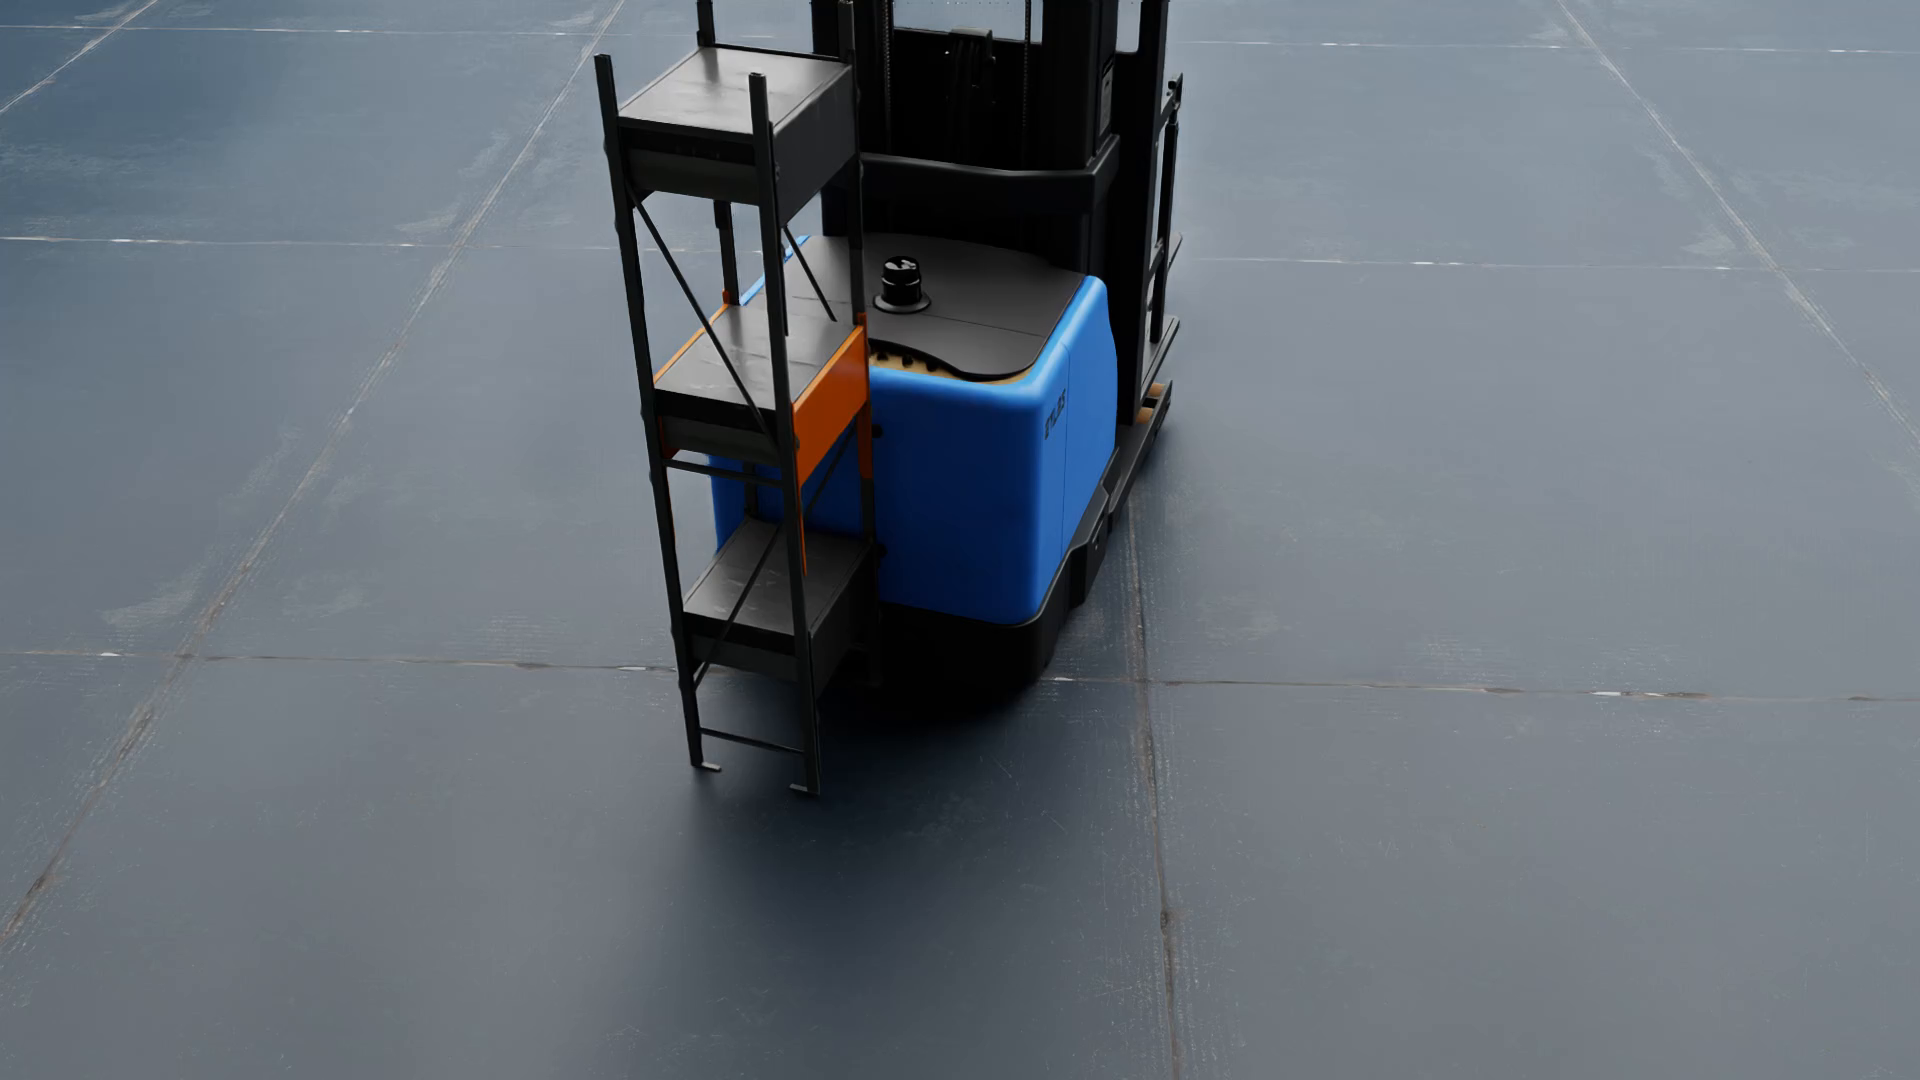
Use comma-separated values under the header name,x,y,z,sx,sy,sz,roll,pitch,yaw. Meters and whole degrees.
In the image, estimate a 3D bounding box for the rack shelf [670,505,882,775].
name,x,y,z,sx,sy,sz,roll,pitch,yaw
rack shelf,-0.510,0.279,4.760,0.431,0.518,0.480,11,38,15

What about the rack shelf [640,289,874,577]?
name,x,y,z,sx,sy,sz,roll,pitch,yaw
rack shelf,-0.514,-0.287,4.348,0.431,0.518,0.480,11,38,15

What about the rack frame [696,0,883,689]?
name,x,y,z,sx,sy,sz,roll,pitch,yaw
rack frame,-0.434,-0.434,4.527,0.400,2.100,0.015,11,38,15

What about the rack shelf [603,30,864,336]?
name,x,y,z,sx,sy,sz,roll,pitch,yaw
rack shelf,-0.517,-0.853,3.937,0.431,0.518,0.480,11,38,15

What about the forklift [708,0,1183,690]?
name,x,y,z,sx,sy,sz,roll,pitch,yaw
forklift,0.177,-1.594,5.469,1.130,2.935,3.031,11,36,15

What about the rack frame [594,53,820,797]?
name,x,y,z,sx,sy,sz,roll,pitch,yaw
rack frame,-0.593,-0.162,4.154,0.400,2.100,0.015,11,38,15

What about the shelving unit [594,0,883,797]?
name,x,y,z,sx,sy,sz,roll,pitch,yaw
shelving unit,-0.514,-0.298,4.340,0.431,2.100,0.503,11,38,15
